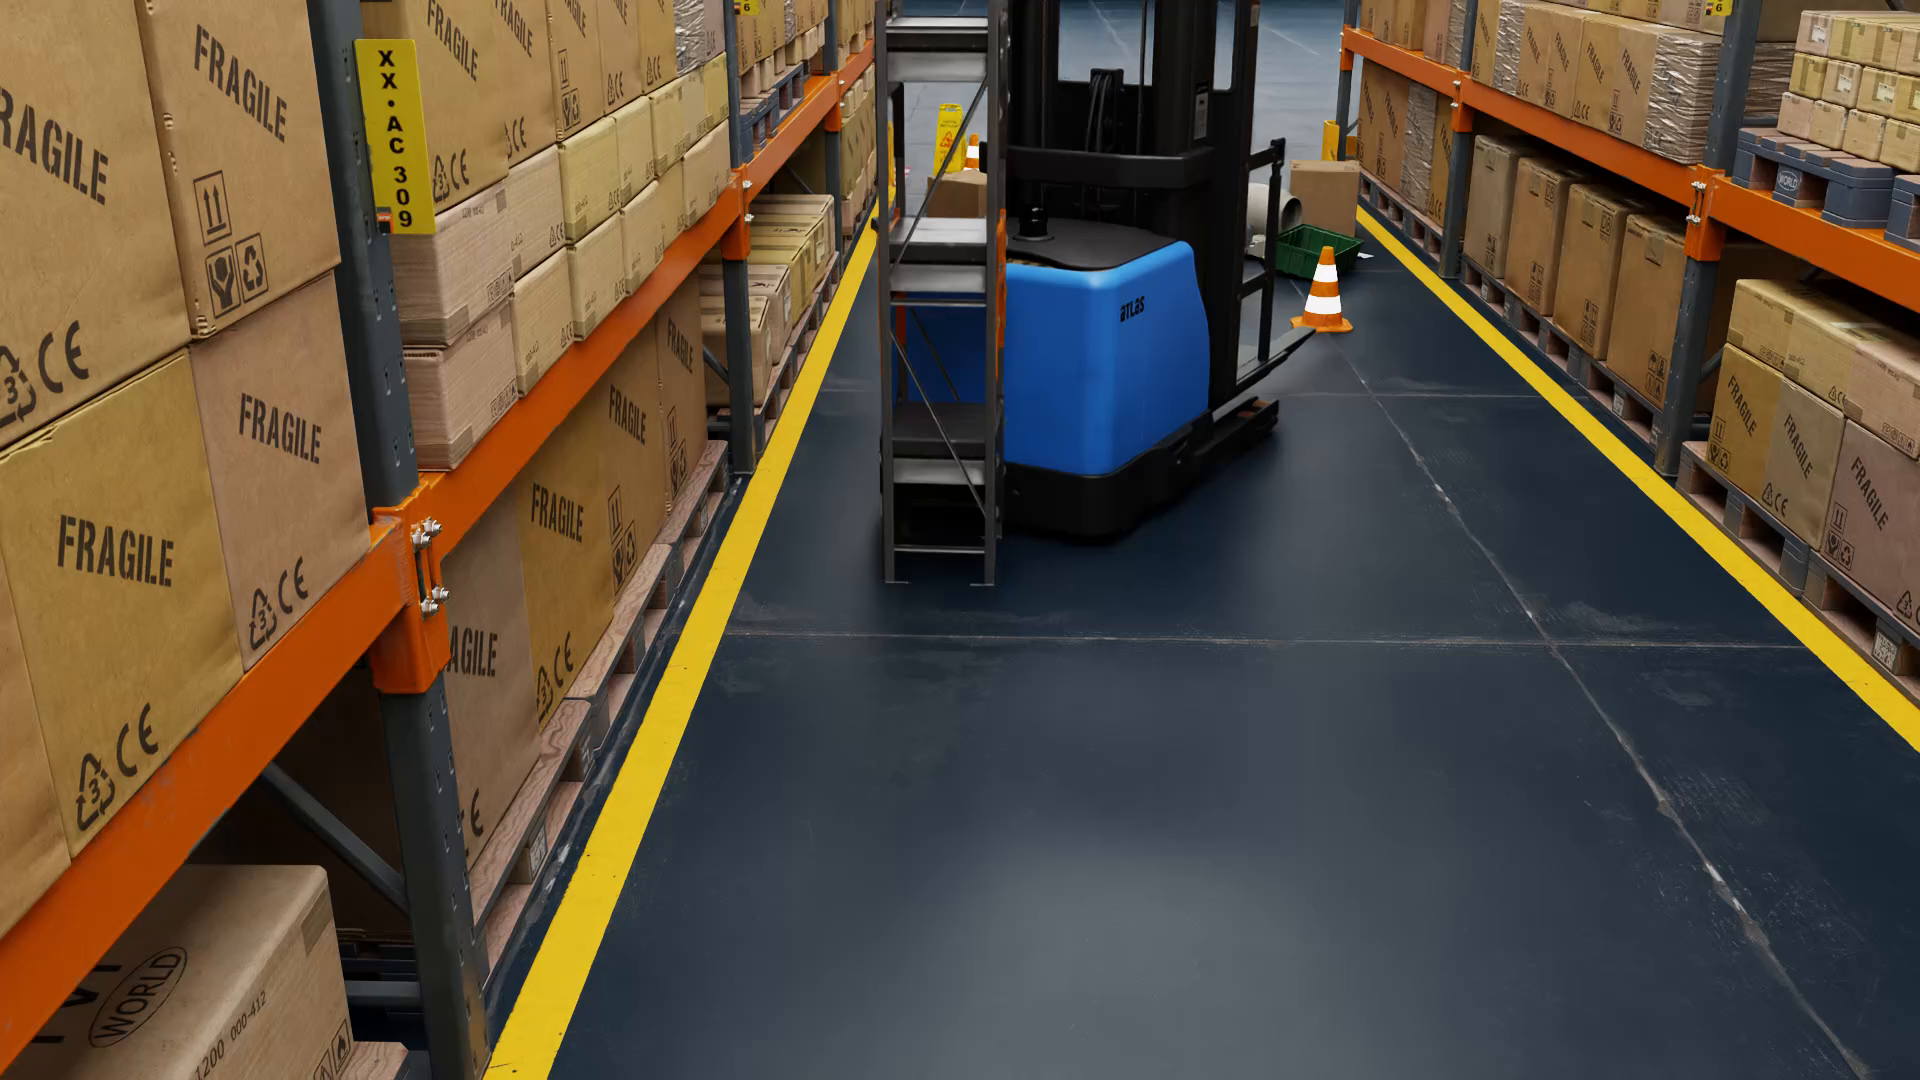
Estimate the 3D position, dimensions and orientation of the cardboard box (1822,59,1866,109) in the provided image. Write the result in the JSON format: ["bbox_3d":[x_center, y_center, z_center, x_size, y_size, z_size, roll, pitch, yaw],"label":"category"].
[{"bbox_3d":[3.331,-1.628,5.933,0.380,0.149,0.250,2,21,4],"label":"cardboard box"}]

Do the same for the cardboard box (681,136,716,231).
[{"bbox_3d":[-1.154,-1.259,5.833,0.500,0.250,0.500,1,21,3],"label":"cardboard box"}]

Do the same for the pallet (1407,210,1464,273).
[{"bbox_3d":[3.775,-2.101,11.653,1.003,0.211,1.213,1,21,2],"label":"pallet"}]

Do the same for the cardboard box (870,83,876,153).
[{"bbox_3d":[-0.931,-3.374,13.261,0.500,0.500,0.500,1,21,4],"label":"cardboard box"}]

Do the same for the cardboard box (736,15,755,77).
[{"bbox_3d":[-1.154,-2.240,7.026,0.500,0.500,0.500,0,21,0],"label":"cardboard box"}]

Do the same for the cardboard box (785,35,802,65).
[{"bbox_3d":[-1.062,-2.666,9.021,0.380,0.149,0.250,1,21,2],"label":"cardboard box"}]

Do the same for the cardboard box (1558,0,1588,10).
[{"bbox_3d":[3.635,-3.092,8.830,0.700,0.500,0.500,1,21,2],"label":"cardboard box"}]

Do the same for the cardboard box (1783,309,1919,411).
[{"bbox_3d":[3.274,-0.631,5.847,0.500,0.250,0.500,0,21,1],"label":"cardboard box"}]

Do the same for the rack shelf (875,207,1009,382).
[{"bbox_3d":[-0.055,-0.885,5.946,0.431,0.518,0.480,2,21,4],"label":"rack shelf"}]

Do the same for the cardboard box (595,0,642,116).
[{"bbox_3d":[-1.205,-1.474,4.661,0.500,0.500,0.500,0,21,1],"label":"cardboard box"}]

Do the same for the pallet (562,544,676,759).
[{"bbox_3d":[-1.538,0.325,5.399,1.003,0.211,1.213,1,21,2],"label":"pallet"}]

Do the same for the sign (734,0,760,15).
[{"bbox_3d":[-0.844,-2.234,6.539,0.100,0.325,0.005,1,21,2],"label":"sign"}]

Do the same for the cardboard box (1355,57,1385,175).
[{"bbox_3d":[3.841,-3.533,13.844,0.875,0.875,0.875,1,21,2],"label":"cardboard box"}]

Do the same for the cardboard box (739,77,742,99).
[{"bbox_3d":[-1.161,-1.995,7.291,0.380,0.149,0.250,-1,21,-2],"label":"cardboard box"}]

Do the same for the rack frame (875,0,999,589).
[{"bbox_3d":[-0.075,-0.810,5.714,0.400,2.100,0.015,2,21,4],"label":"rack frame"}]

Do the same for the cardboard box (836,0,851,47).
[{"bbox_3d":[-0.985,-3.487,10.819,0.500,0.500,0.500,1,21,1],"label":"cardboard box"}]

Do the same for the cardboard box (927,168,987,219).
[{"bbox_3d":[0.116,-2.354,11.900,0.500,0.500,0.500,18,27,38],"label":"cardboard box"}]

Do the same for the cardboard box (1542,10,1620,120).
[{"bbox_3d":[3.341,-2.440,8.533,0.500,0.500,0.500,1,21,2],"label":"cardboard box"}]

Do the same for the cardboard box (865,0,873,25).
[{"bbox_3d":[-0.935,-4.216,12.698,0.500,0.500,0.500,1,21,1],"label":"cardboard box"}]

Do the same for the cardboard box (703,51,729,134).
[{"bbox_3d":[-1.159,-1.684,6.239,0.500,0.250,0.500,1,21,1],"label":"cardboard box"}]

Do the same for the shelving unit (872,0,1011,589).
[{"bbox_3d":[-0.055,-0.898,5.941,0.431,2.100,0.503,2,21,4],"label":"shelving unit"}]

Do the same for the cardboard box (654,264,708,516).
[{"bbox_3d":[-1.503,-0.655,6.428,0.875,0.875,0.875,0,21,1],"label":"cardboard box"}]

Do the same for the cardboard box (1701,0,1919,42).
[{"bbox_3d":[3.576,-2.356,6.934,0.700,0.500,0.500,1,21,1],"label":"cardboard box"}]

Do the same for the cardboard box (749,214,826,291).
[{"bbox_3d":[-1.309,-1.666,9.729,0.950,0.372,0.625,2,21,5],"label":"cardboard box"}]

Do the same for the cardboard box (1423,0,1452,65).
[{"bbox_3d":[3.667,-3.530,11.273,0.875,0.550,0.550,1,21,2],"label":"cardboard box"}]

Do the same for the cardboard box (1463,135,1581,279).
[{"bbox_3d":[3.745,-2.049,10.192,1.050,0.750,0.750,1,21,1],"label":"cardboard box"}]

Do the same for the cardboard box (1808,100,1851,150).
[{"bbox_3d":[3.329,-1.503,6.023,0.380,0.149,0.250,2,21,4],"label":"cardboard box"}]

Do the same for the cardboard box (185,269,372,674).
[{"bbox_3d":[-1.279,-0.129,2.576,0.500,0.500,0.500,1,21,2],"label":"cardboard box"}]

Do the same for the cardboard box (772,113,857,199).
[{"bbox_3d":[-0.989,-2.619,11.317,0.500,0.500,0.500,2,21,4],"label":"cardboard box"}]

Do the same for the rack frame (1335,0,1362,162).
[{"bbox_3d":[3.796,-4.574,14.170,1.000,3.000,0.127,1,21,2],"label":"rack frame"}]

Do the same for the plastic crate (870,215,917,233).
[{"bbox_3d":[-0.410,-2.343,12.457,0.402,0.080,0.583,-7,22,-17],"label":"plastic crate"}]

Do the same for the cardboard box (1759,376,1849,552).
[{"bbox_3d":[3.264,-0.277,5.971,0.500,0.500,0.500,1,21,2],"label":"cardboard box"}]

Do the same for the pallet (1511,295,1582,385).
[{"bbox_3d":[3.691,-1.105,9.086,1.003,0.211,1.213,1,21,2],"label":"pallet"}]

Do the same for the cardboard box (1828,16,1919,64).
[{"bbox_3d":[3.339,-1.775,5.901,0.380,0.149,0.250,0,21,0],"label":"cardboard box"}]

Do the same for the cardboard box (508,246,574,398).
[{"bbox_3d":[-1.229,-0.526,3.946,0.500,0.250,0.500,0,21,0],"label":"cardboard box"}]

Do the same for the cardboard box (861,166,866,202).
[{"bbox_3d":[-0.971,-2.655,12.444,0.500,0.250,0.500,0,21,1],"label":"cardboard box"}]

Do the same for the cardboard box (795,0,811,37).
[{"bbox_3d":[-1.097,-2.991,8.961,0.500,0.500,0.500,1,21,3],"label":"cardboard box"}]

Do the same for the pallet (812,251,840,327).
[{"bbox_3d":[-1.299,-1.564,10.268,1.003,0.211,1.213,1,21,2],"label":"pallet"}]

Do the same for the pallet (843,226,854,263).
[{"bbox_3d":[-1.292,-2.089,11.620,1.003,0.211,1.213,1,21,2],"label":"pallet"}]

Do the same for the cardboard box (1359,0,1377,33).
[{"bbox_3d":[3.830,-4.509,13.796,0.875,0.550,0.550,1,21,2],"label":"cardboard box"}]

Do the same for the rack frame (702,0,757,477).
[{"bbox_3d":[-1.399,-1.699,6.761,1.000,3.000,0.127,1,21,2],"label":"rack frame"}]

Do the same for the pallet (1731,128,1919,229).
[{"bbox_3d":[3.637,-1.333,6.083,1.213,0.211,1.003,1,21,2],"label":"pallet"}]

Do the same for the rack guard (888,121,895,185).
[{"bbox_3d":[-1.158,-3.399,14.597,1.175,0.500,0.348,1,21,2],"label":"rack guard"}]

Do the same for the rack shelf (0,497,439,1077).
[{"bbox_3d":[-1.581,0.806,1.300,1.077,0.370,4.000,1,21,2],"label":"rack shelf"}]

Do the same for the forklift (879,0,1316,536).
[{"bbox_3d":[0.841,-1.869,7.295,1.130,2.935,3.031,12,24,28],"label":"forklift"}]

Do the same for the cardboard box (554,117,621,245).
[{"bbox_3d":[-1.195,-0.943,4.329,0.500,0.250,0.500,1,21,2],"label":"cardboard box"}]

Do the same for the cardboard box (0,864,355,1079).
[{"bbox_3d":[-1.647,0.972,2.839,0.875,0.438,0.875,0,21,1],"label":"cardboard box"}]

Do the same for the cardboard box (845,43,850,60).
[{"bbox_3d":[-0.971,-3.416,11.533,0.380,0.149,0.250,1,21,3],"label":"cardboard box"}]

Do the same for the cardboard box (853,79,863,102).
[{"bbox_3d":[-0.906,-3.249,12.044,0.380,0.149,0.250,2,21,5],"label":"cardboard box"}]
